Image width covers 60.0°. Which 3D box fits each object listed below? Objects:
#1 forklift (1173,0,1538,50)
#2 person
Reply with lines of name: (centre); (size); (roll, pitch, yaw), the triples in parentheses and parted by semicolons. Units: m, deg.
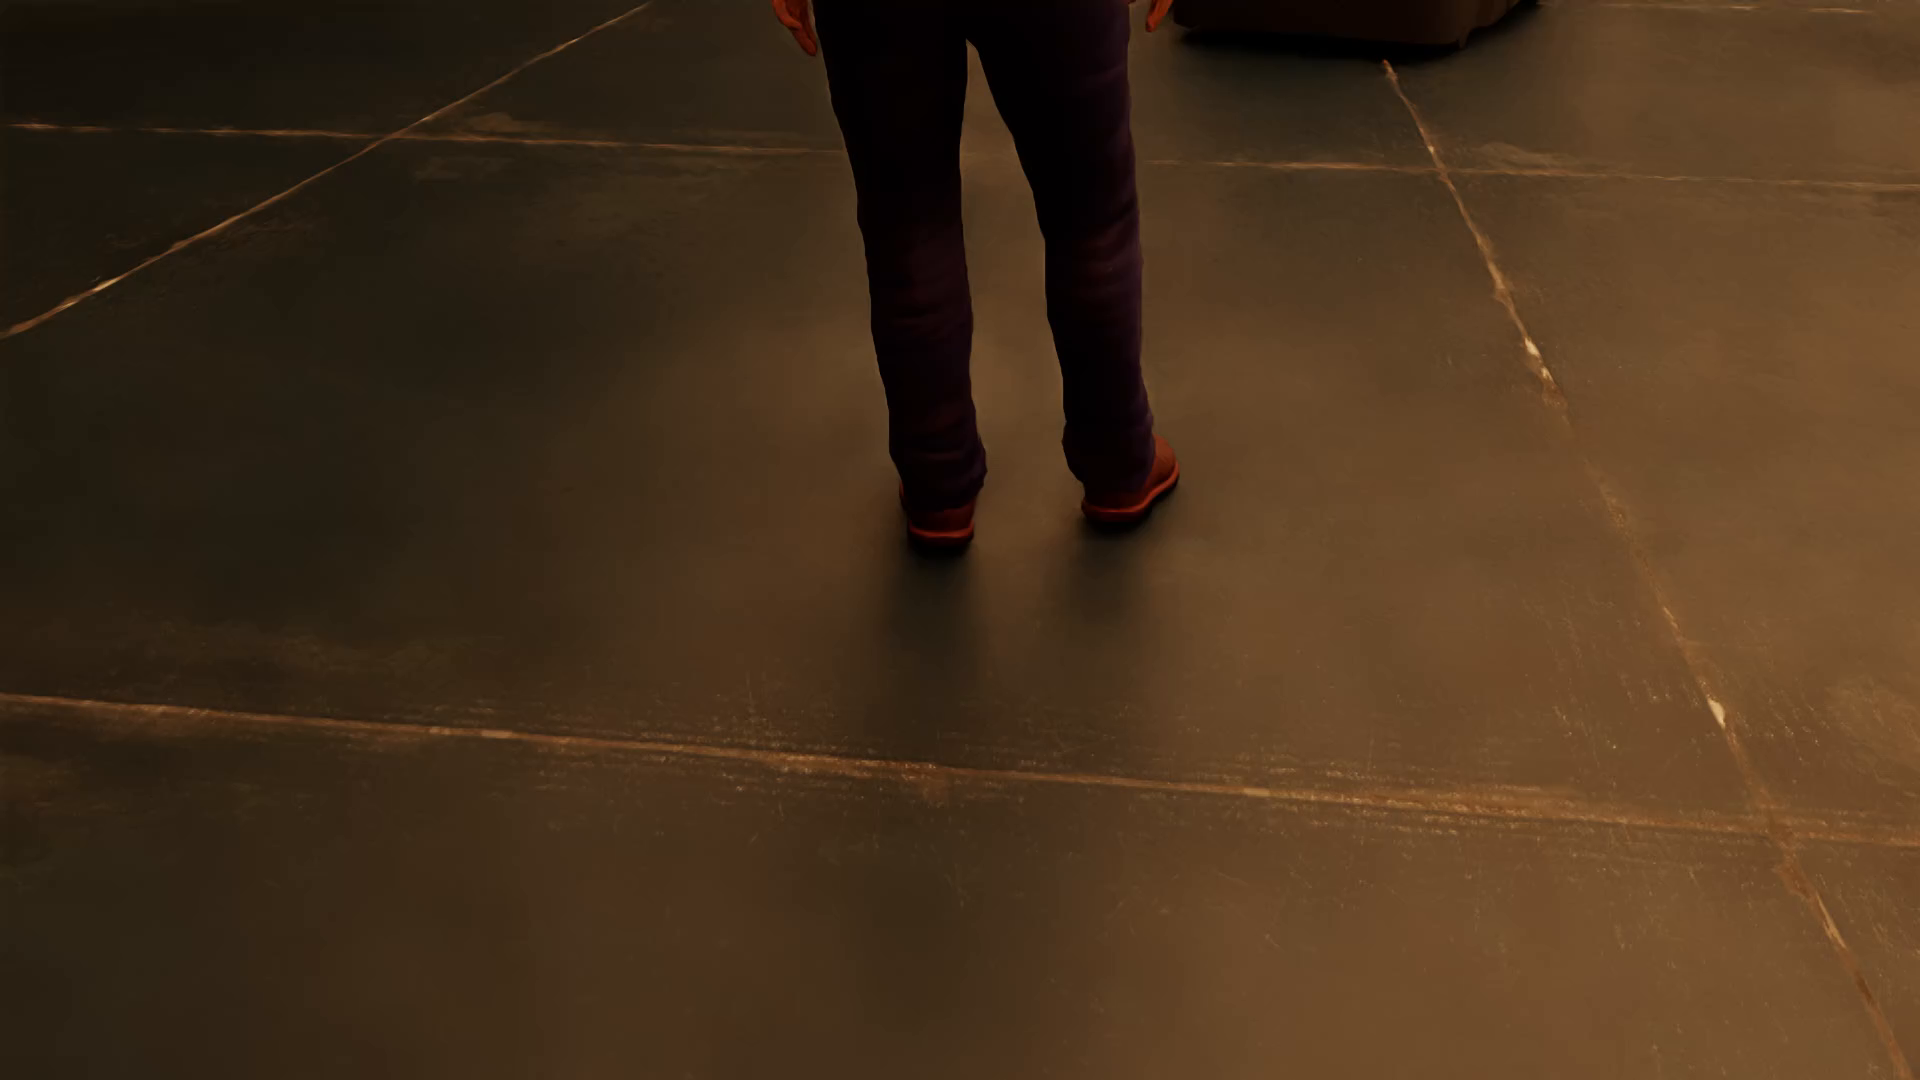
forklift: (1.928, -3.663, 6.561); (1.130, 2.935, 3.031); (13, 29, 24)
person: (0.035, -0.777, 2.208); (0.599, 1.640, 0.502); (3, 27, 7)
